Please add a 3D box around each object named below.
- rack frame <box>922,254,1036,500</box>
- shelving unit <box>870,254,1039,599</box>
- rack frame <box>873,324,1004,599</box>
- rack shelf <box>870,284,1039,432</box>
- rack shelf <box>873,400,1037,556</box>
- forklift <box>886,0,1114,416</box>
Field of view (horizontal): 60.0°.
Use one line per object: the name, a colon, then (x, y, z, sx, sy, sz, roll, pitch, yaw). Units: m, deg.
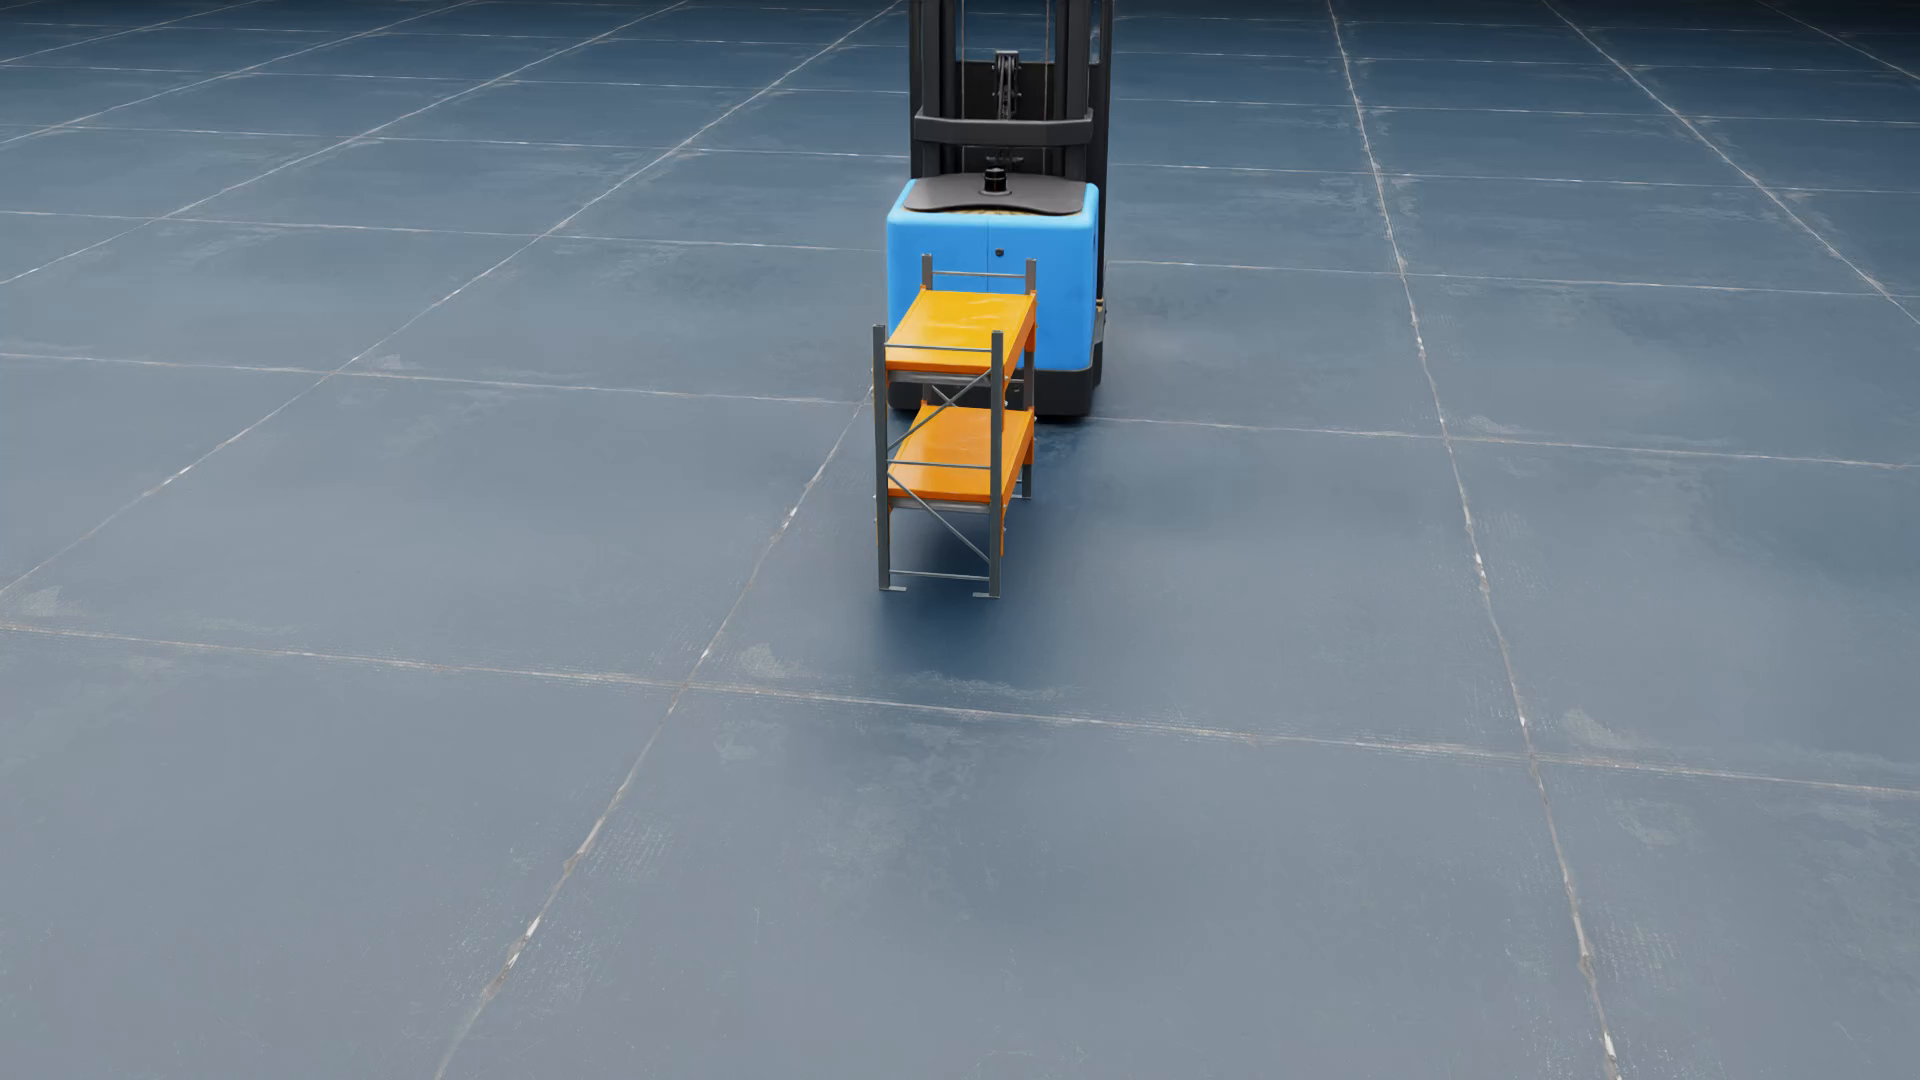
rack frame: (0.082, -0.719, 7.460, 0.500, 1.125, 0.032, 4, 25, 9)
shelving unit: (-0.001, -0.507, 7.005, 0.538, 1.125, 1.048, 4, 25, 9)
rack frame: (-0.084, -0.294, 6.551, 0.500, 1.125, 0.032, 4, 25, 9)
rack shelf: (-0.001, -0.772, 6.881, 0.538, 0.278, 1.000, 4, 25, 9)
rack shelf: (-0.001, -0.285, 7.109, 0.538, 0.278, 1.000, 4, 25, 9)
forklift: (0.297, -2.549, 9.239, 1.130, 2.935, 3.031, 3, 25, 6)
